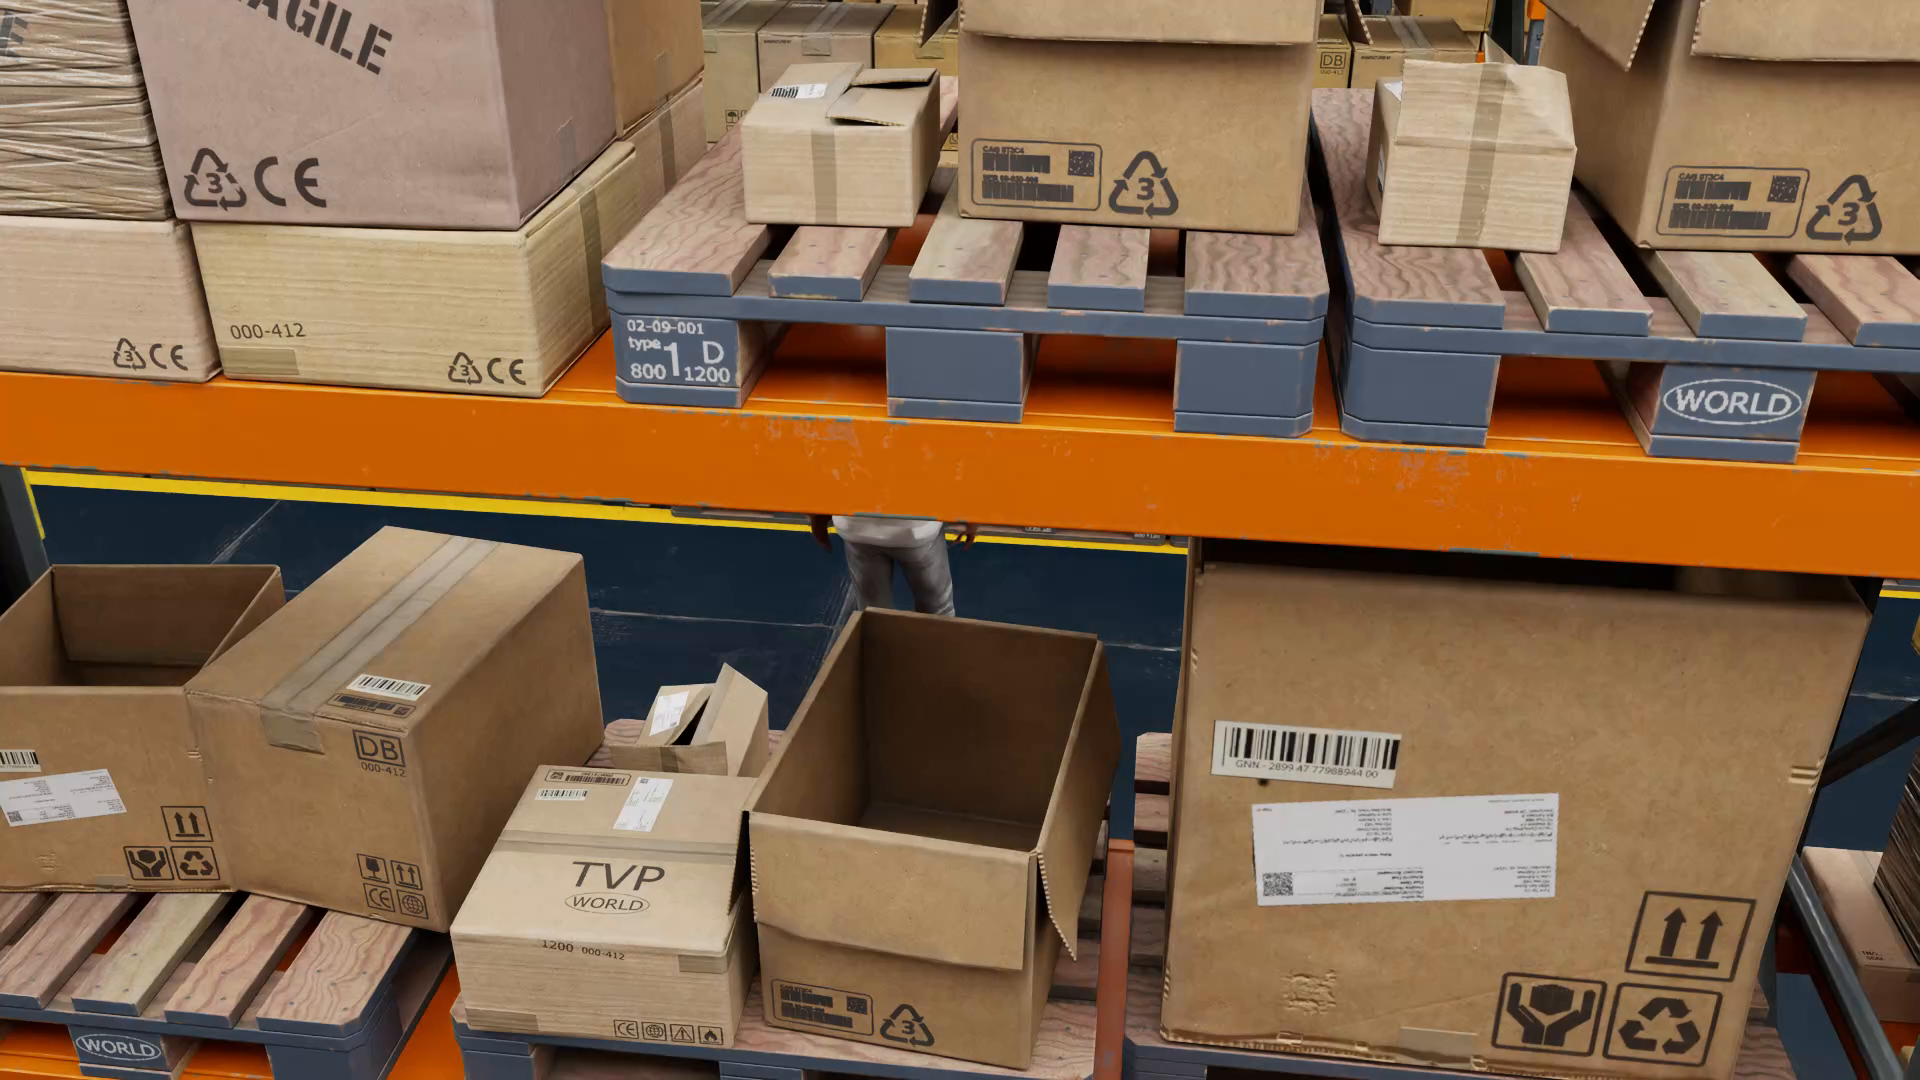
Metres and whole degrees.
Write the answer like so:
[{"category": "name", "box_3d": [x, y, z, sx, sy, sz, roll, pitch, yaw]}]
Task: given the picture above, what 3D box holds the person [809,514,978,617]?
[{"category": "person", "box_3d": [-0.254, -0.106, 6.277, 0.651, 1.766, 0.576, 3, 28, 6]}]
